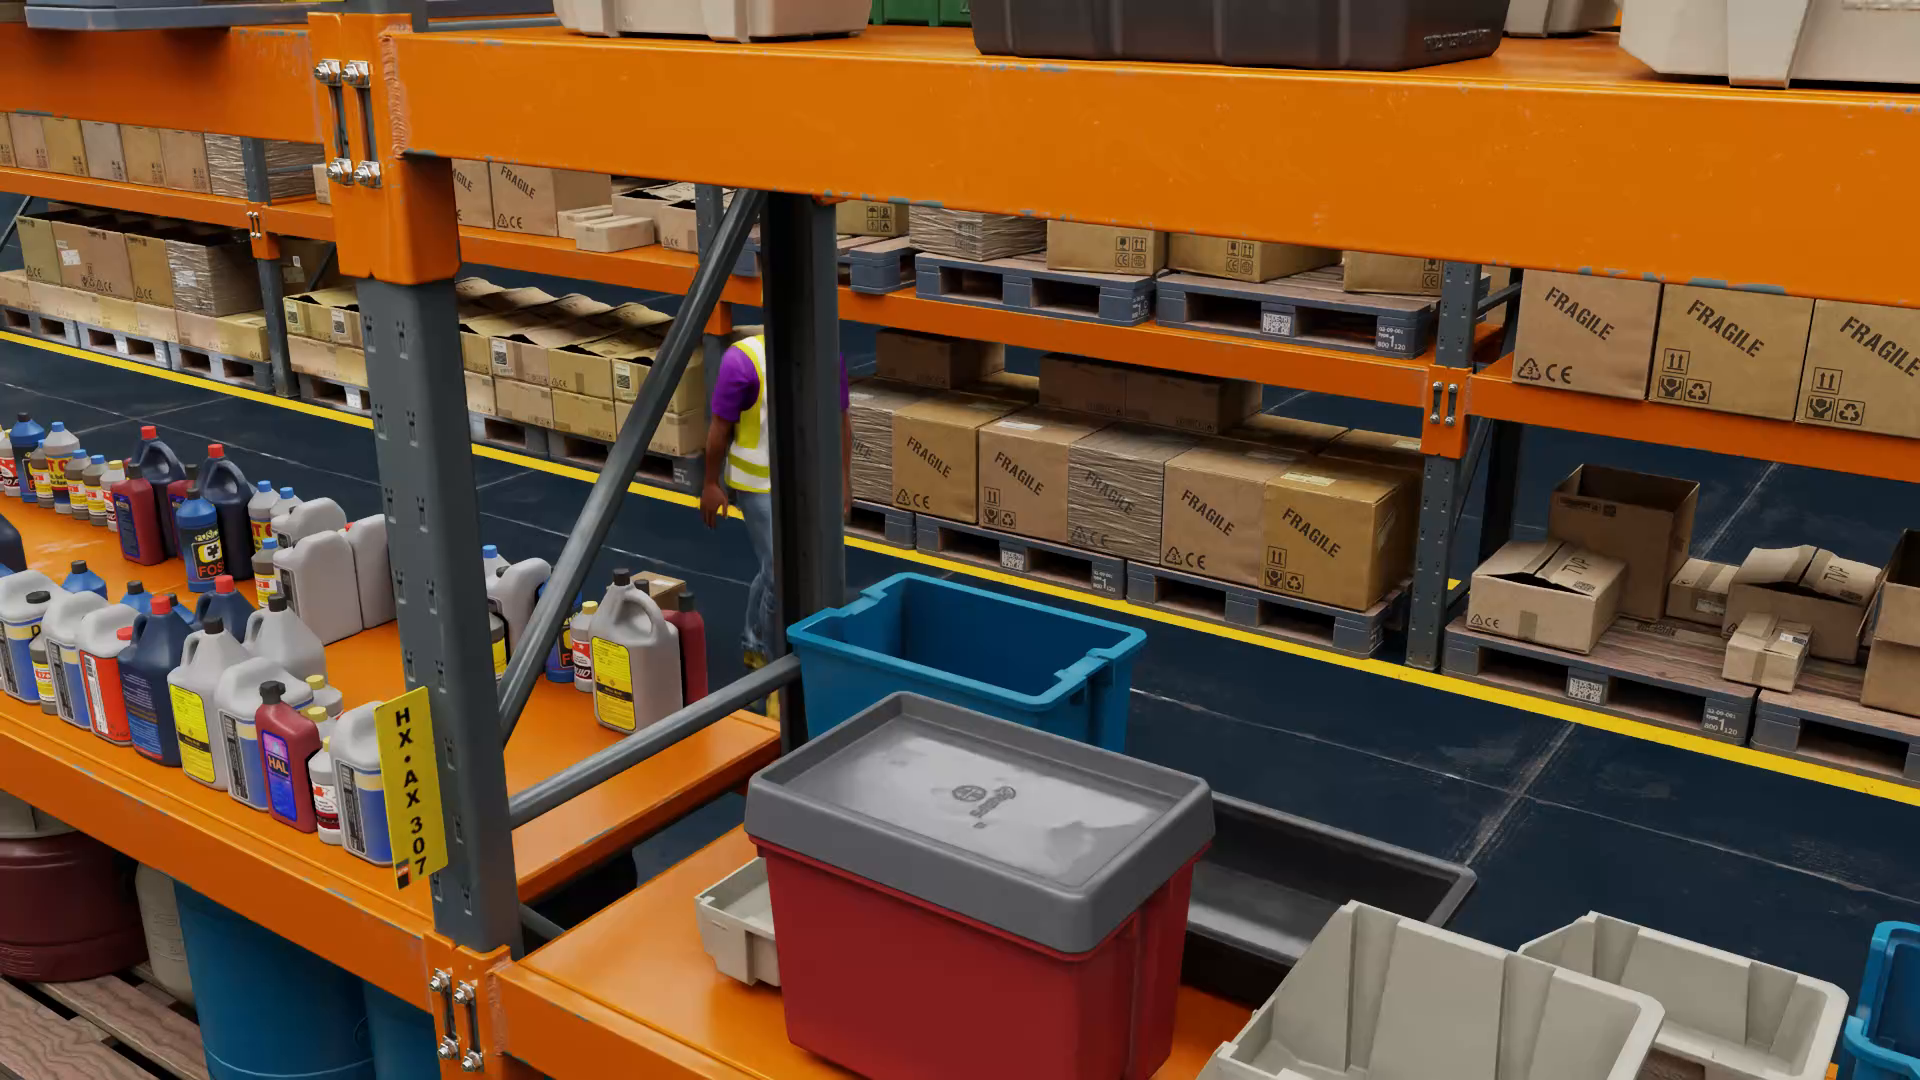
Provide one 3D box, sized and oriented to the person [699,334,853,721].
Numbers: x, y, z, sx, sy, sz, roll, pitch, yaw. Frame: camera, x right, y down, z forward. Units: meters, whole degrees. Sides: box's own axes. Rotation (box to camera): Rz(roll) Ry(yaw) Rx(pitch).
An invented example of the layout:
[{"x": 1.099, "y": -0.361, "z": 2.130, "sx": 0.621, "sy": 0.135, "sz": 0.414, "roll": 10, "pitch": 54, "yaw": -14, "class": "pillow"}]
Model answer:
[{"x": -0.718, "y": -0.186, "z": 6.639, "sx": 0.606, "sy": 1.758, "sz": 0.581, "roll": -18, "pitch": 26, "yaw": -40, "class": "person"}]
